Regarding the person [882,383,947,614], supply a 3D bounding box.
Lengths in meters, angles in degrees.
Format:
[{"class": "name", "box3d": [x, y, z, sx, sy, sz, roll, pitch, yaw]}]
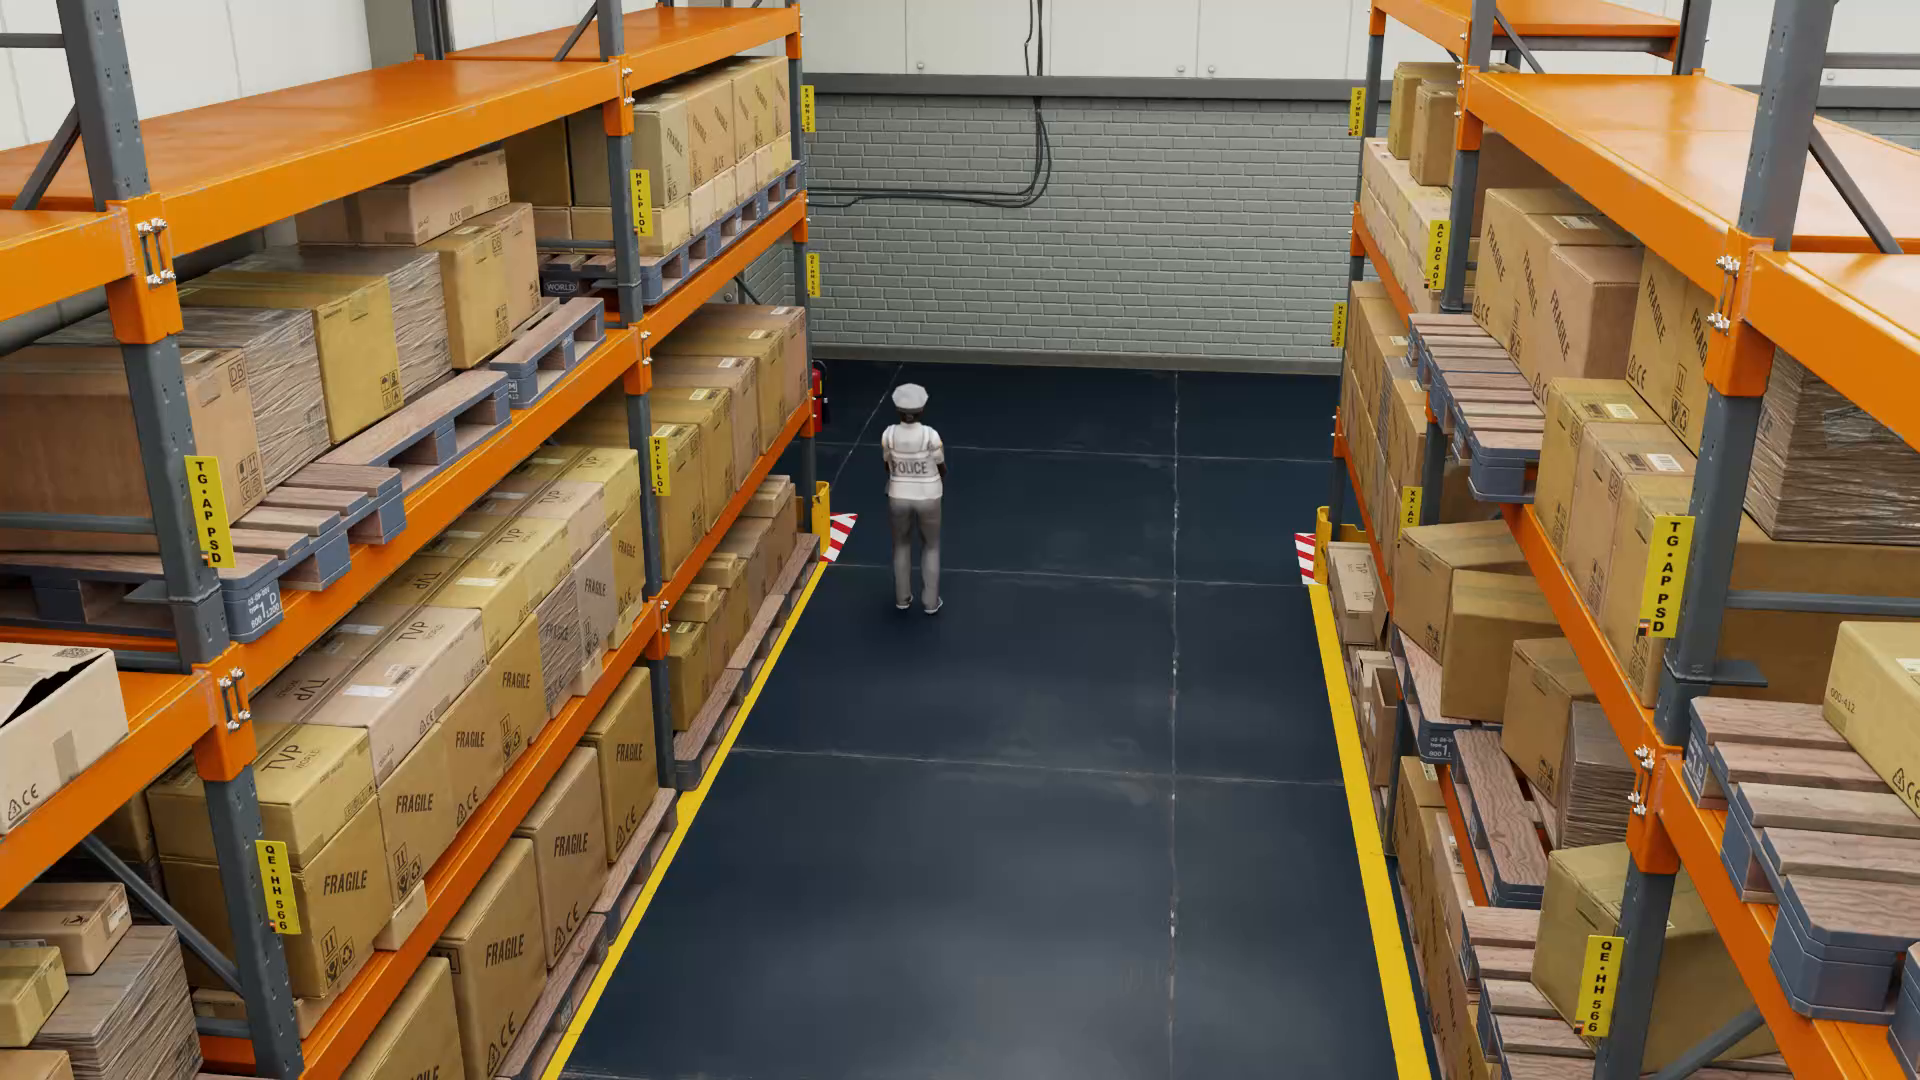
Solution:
[{"class": "person", "box3d": [-0.311, -0.314, 11.858, 0.451, 1.690, 0.518, 3, 21, 7]}]
